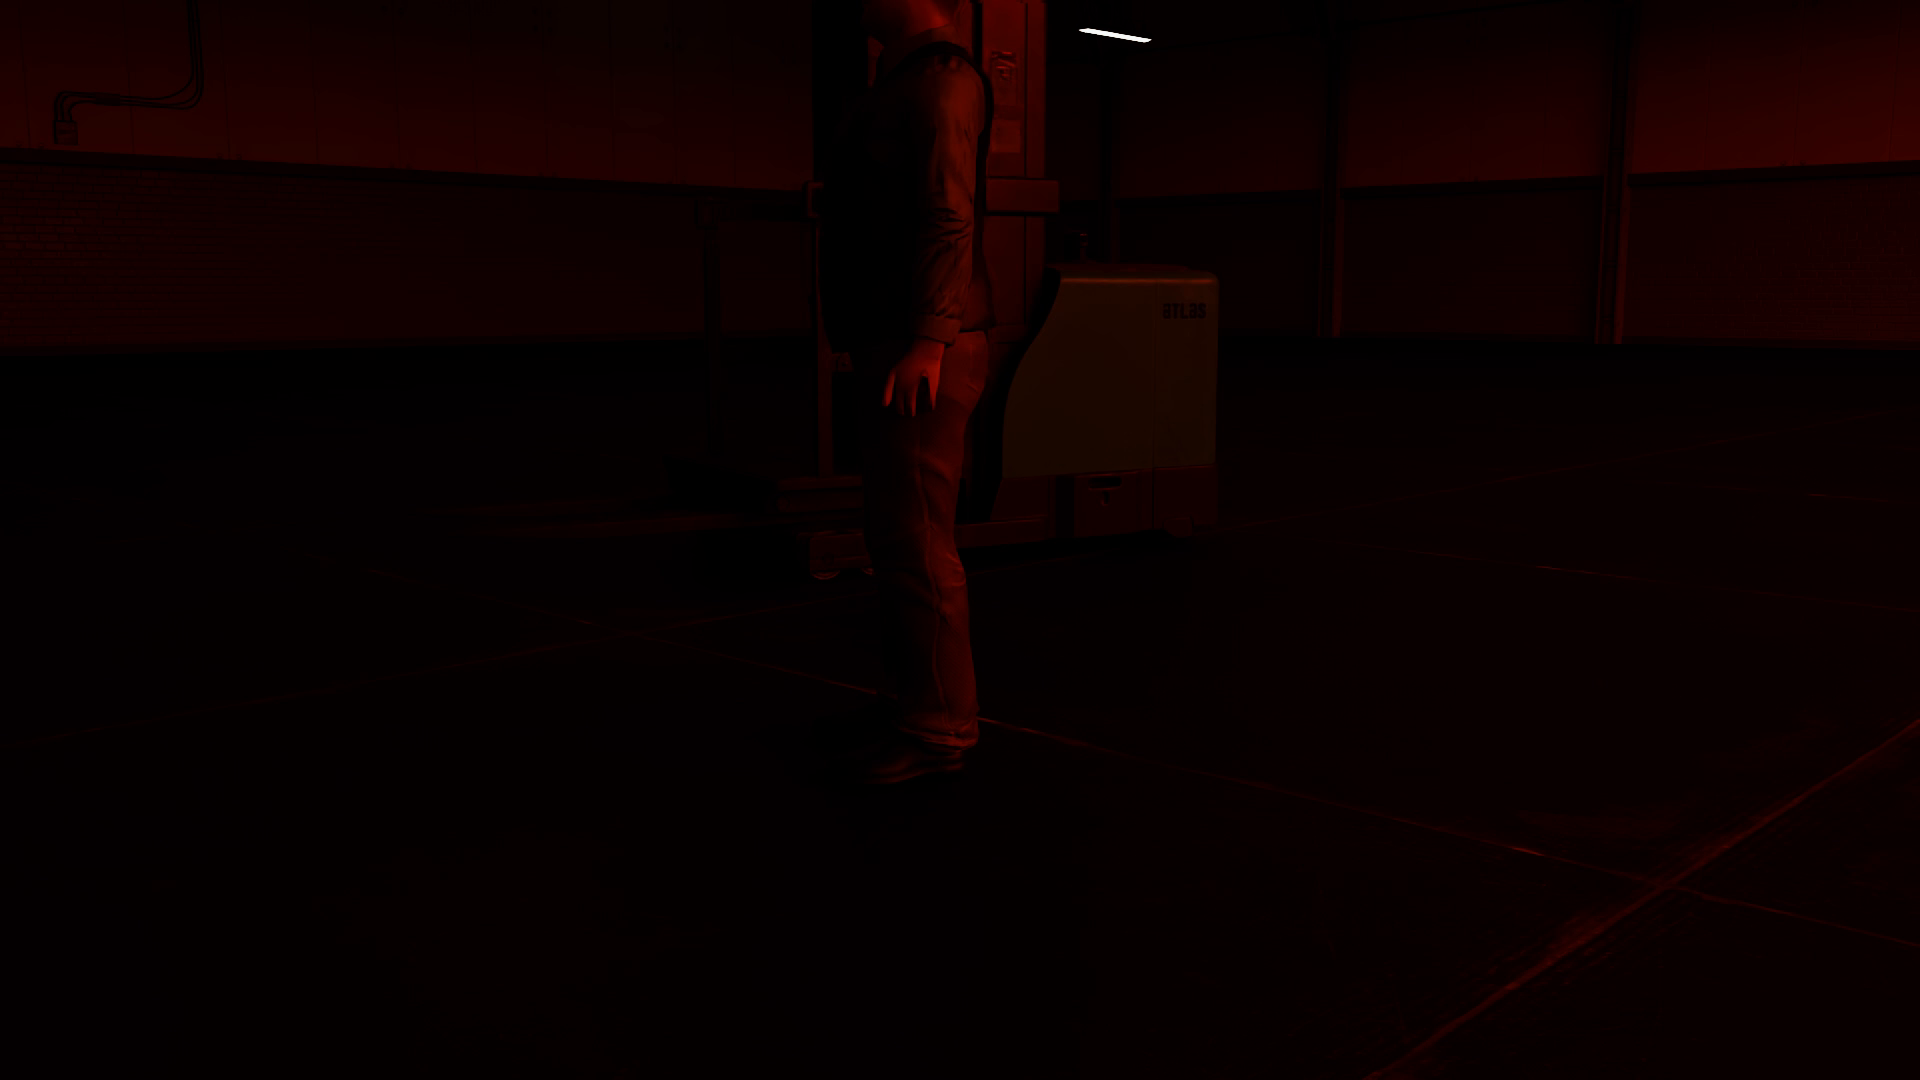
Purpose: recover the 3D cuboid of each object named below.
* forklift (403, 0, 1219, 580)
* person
[{"bbox_3d":[-0.495,-1.399,6.165,3.031,2.935,1.130,-5,10,-30],"label":"forklift"},{"bbox_3d":[-0.119,-0.373,3.417,0.376,1.724,0.525,-1,9,-7],"label":"person"}]
